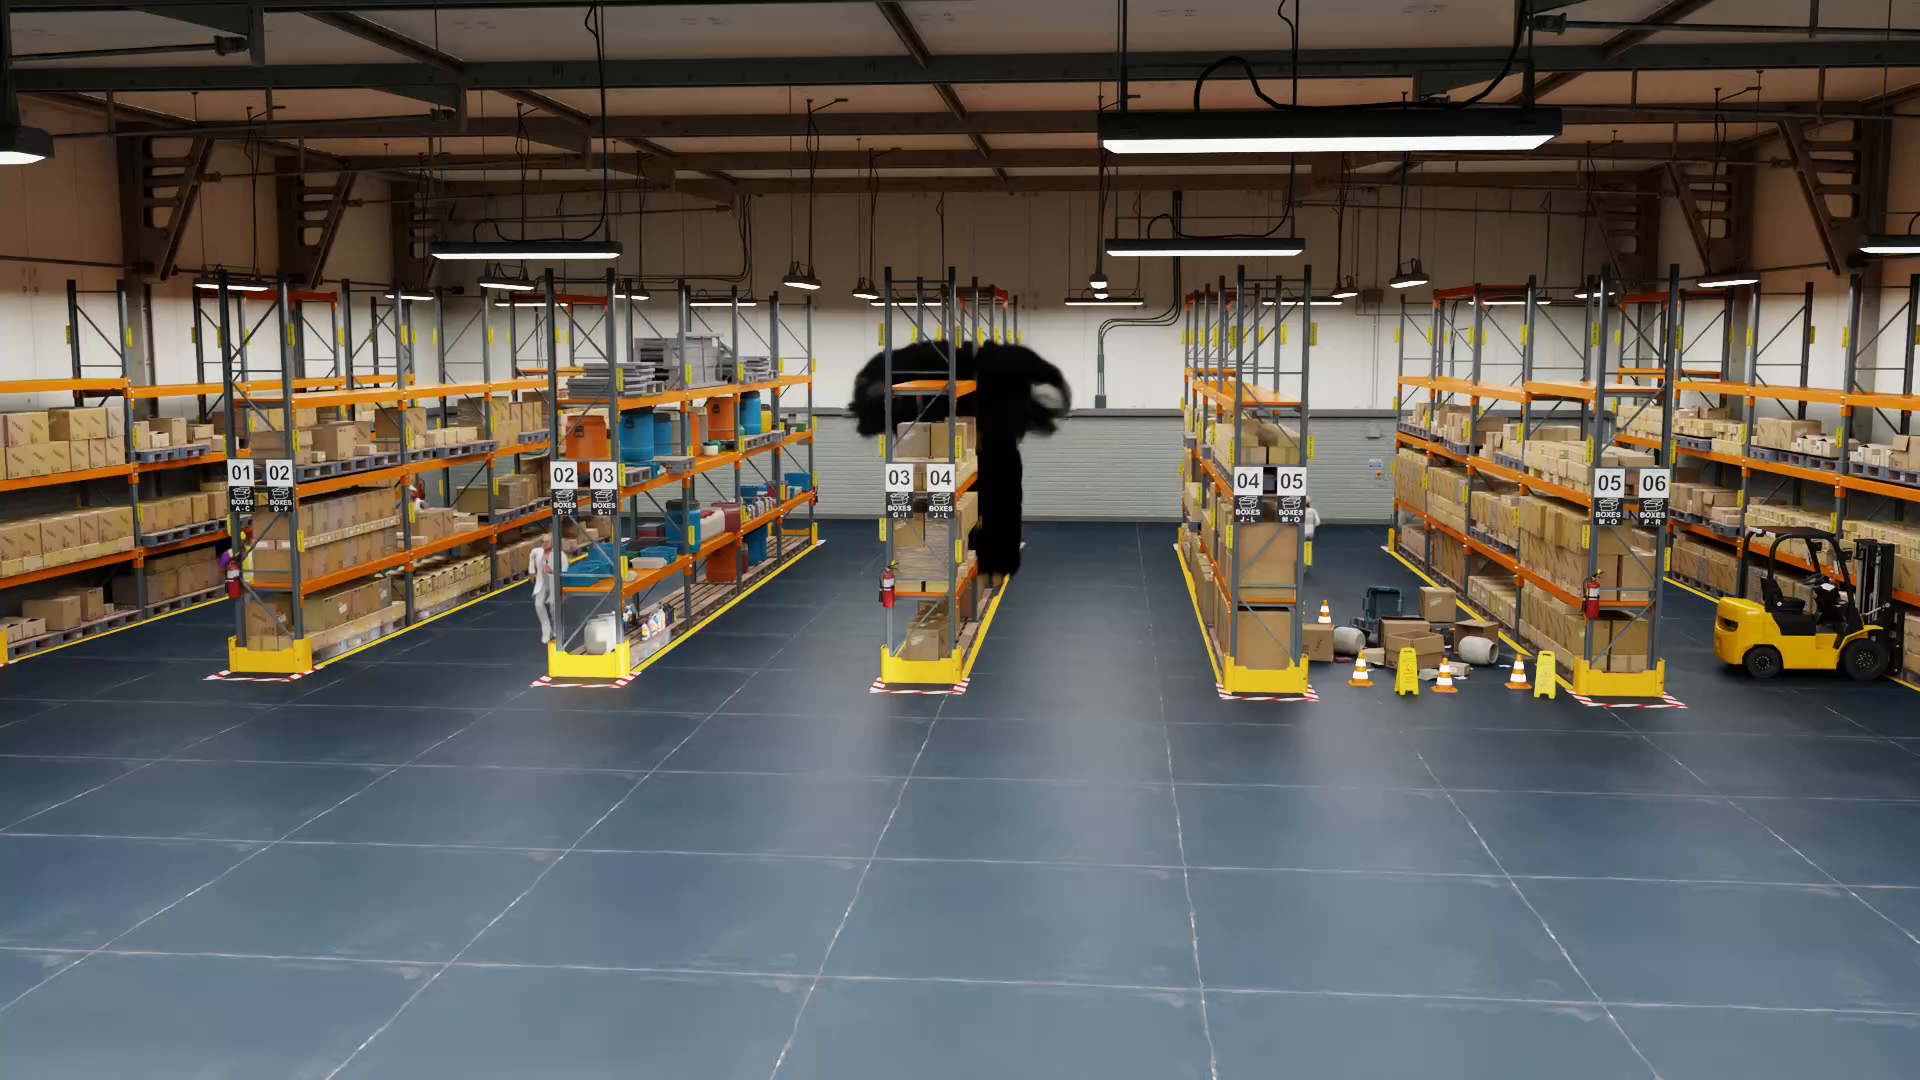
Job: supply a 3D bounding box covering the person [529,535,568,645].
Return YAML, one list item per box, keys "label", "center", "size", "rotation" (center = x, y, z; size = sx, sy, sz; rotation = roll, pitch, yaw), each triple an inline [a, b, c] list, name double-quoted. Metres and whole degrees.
- label: "person"
  center: [-6.792, 0.847, 27.453]
  size: [0.744, 1.716, 0.913]
  rotation: [0, 7, 2]

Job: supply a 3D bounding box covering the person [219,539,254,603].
- label: "person"
  center: [-11.934, 0.768, 27.689]
  size: [0.681, 1.766, 0.897]
  rotation: [-1, 7, -7]

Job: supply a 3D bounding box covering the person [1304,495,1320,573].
- label: "person"
  center: [7.380, -0.131, 35.563]
  size: [0.601, 1.668, 0.566]
  rotation: [-1, 7, -5]

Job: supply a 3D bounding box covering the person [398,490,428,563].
- label: "person"
  center: [-11.992, -0.277, 36.513]
  size: [0.657, 1.724, 0.863]
  rotation: [-1, 7, -9]

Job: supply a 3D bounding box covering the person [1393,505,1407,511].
- label: "person"
  center: [10.772, -0.717, 40.468]
  size: [0.561, 1.622, 0.560]
  rotation: [-1, 7, -7]
